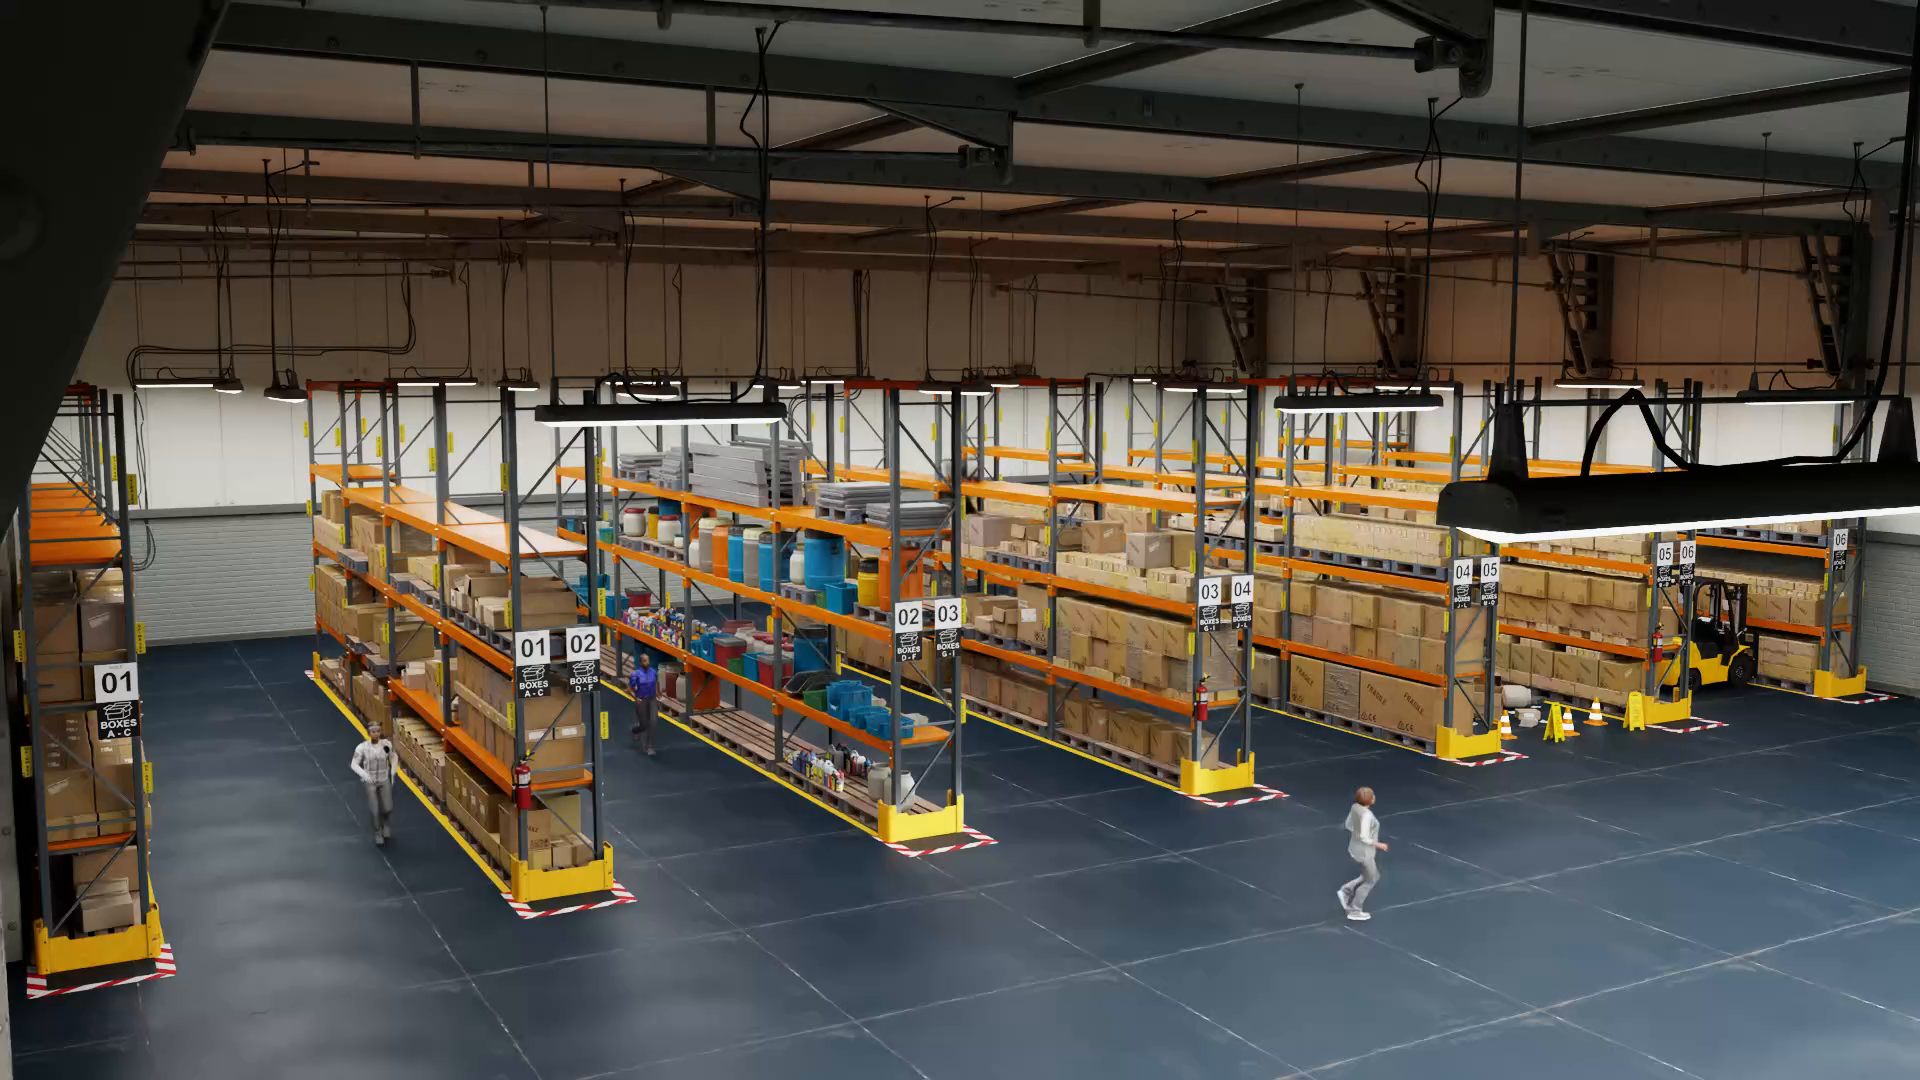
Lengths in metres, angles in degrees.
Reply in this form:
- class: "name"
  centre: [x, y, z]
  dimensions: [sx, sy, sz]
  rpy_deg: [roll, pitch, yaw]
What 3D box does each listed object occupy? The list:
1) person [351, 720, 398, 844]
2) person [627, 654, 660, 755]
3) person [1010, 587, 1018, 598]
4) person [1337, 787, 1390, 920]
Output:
- class: "person"
  centre: [-7.675, 3.183, 21.871]
  dimensions: [0.619, 1.659, 0.535]
  rpy_deg: [-3, 7, -27]
- class: "person"
  centre: [-5.132, 2.658, 27.105]
  dimensions: [0.578, 1.625, 0.669]
  rpy_deg: [-4, 7, -34]
- class: "person"
  centre: [1.490, 1.031, 41.807]
  dimensions: [0.693, 1.732, 0.727]
  rpy_deg: [3, 7, 29]
- class: "person"
  centre: [4.576, 3.554, 18.863]
  dimensions: [0.530, 1.554, 0.512]
  rpy_deg: [0, 6, -4]
